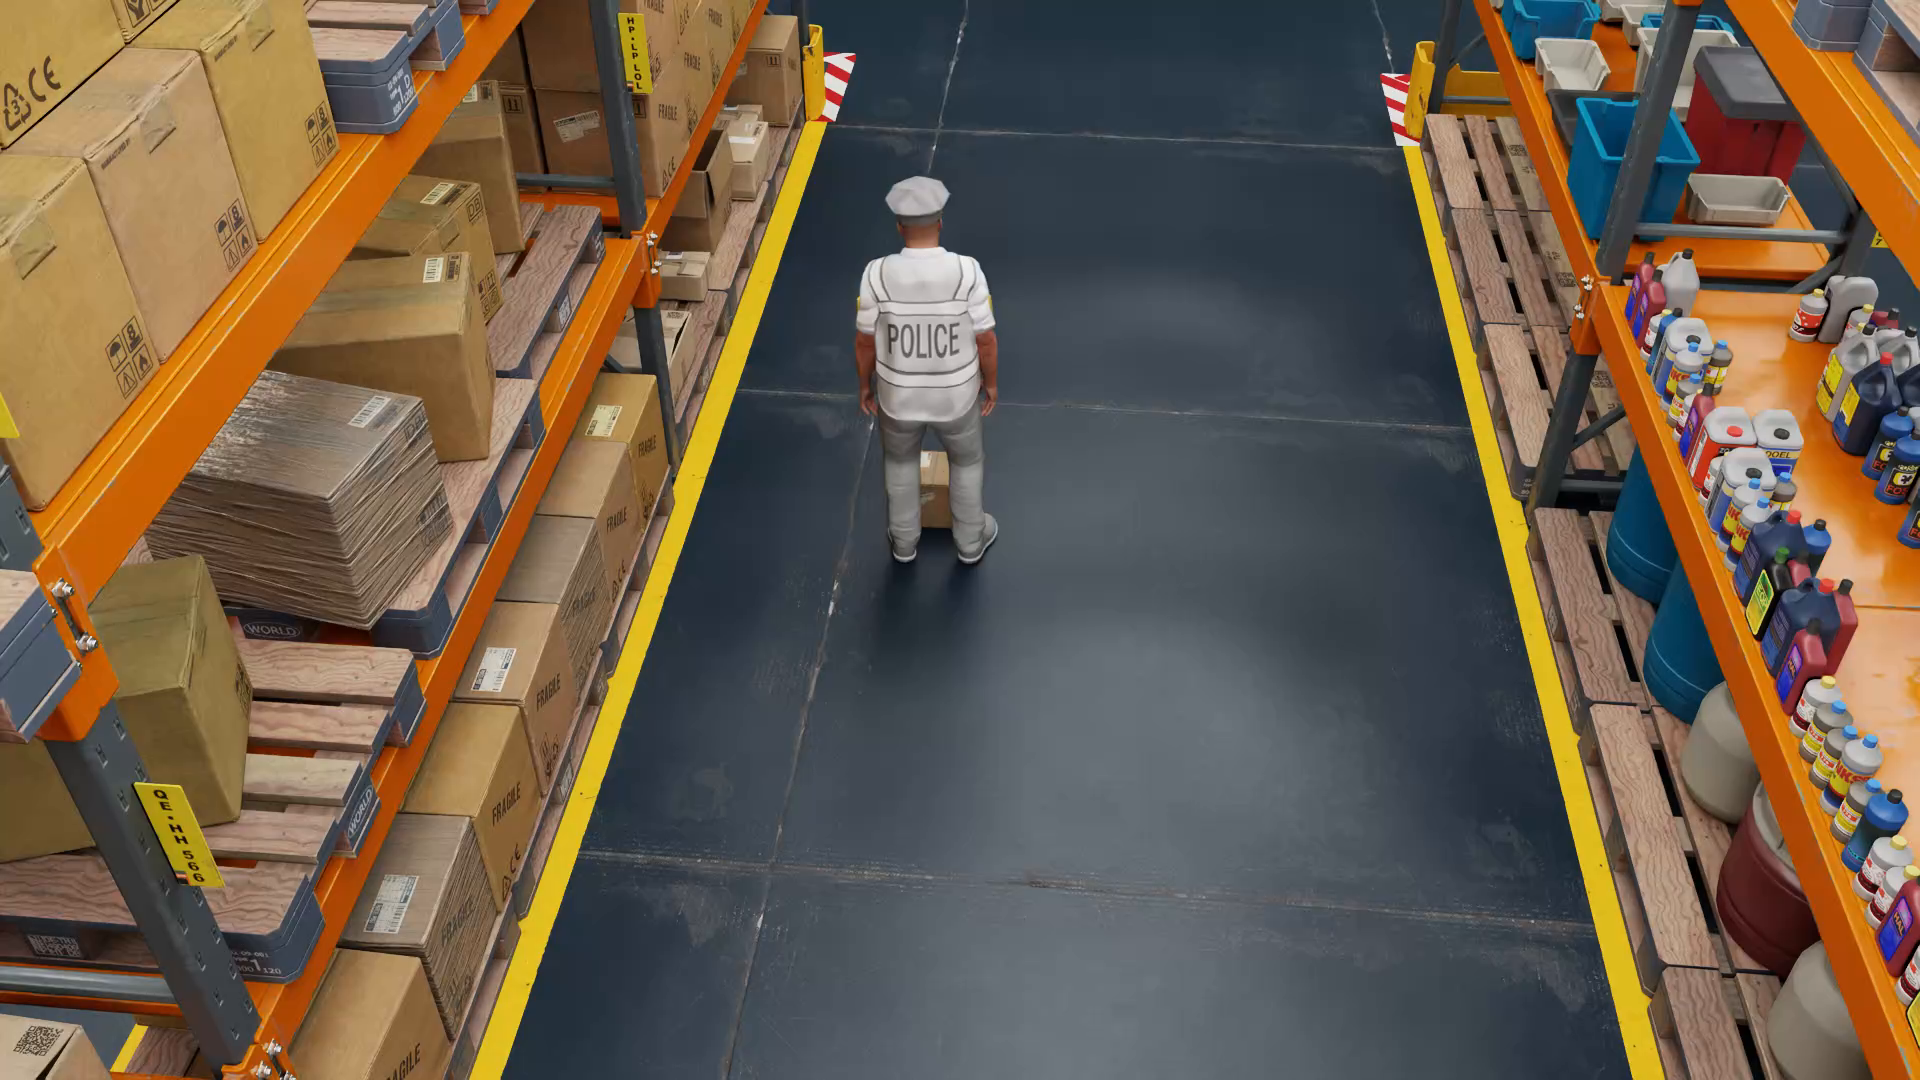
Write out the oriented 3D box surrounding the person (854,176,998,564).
[{"bbox_3d":[-0.130,-0.629,6.905,0.594,1.747,0.437,1,40,1],"label":"person"}]
